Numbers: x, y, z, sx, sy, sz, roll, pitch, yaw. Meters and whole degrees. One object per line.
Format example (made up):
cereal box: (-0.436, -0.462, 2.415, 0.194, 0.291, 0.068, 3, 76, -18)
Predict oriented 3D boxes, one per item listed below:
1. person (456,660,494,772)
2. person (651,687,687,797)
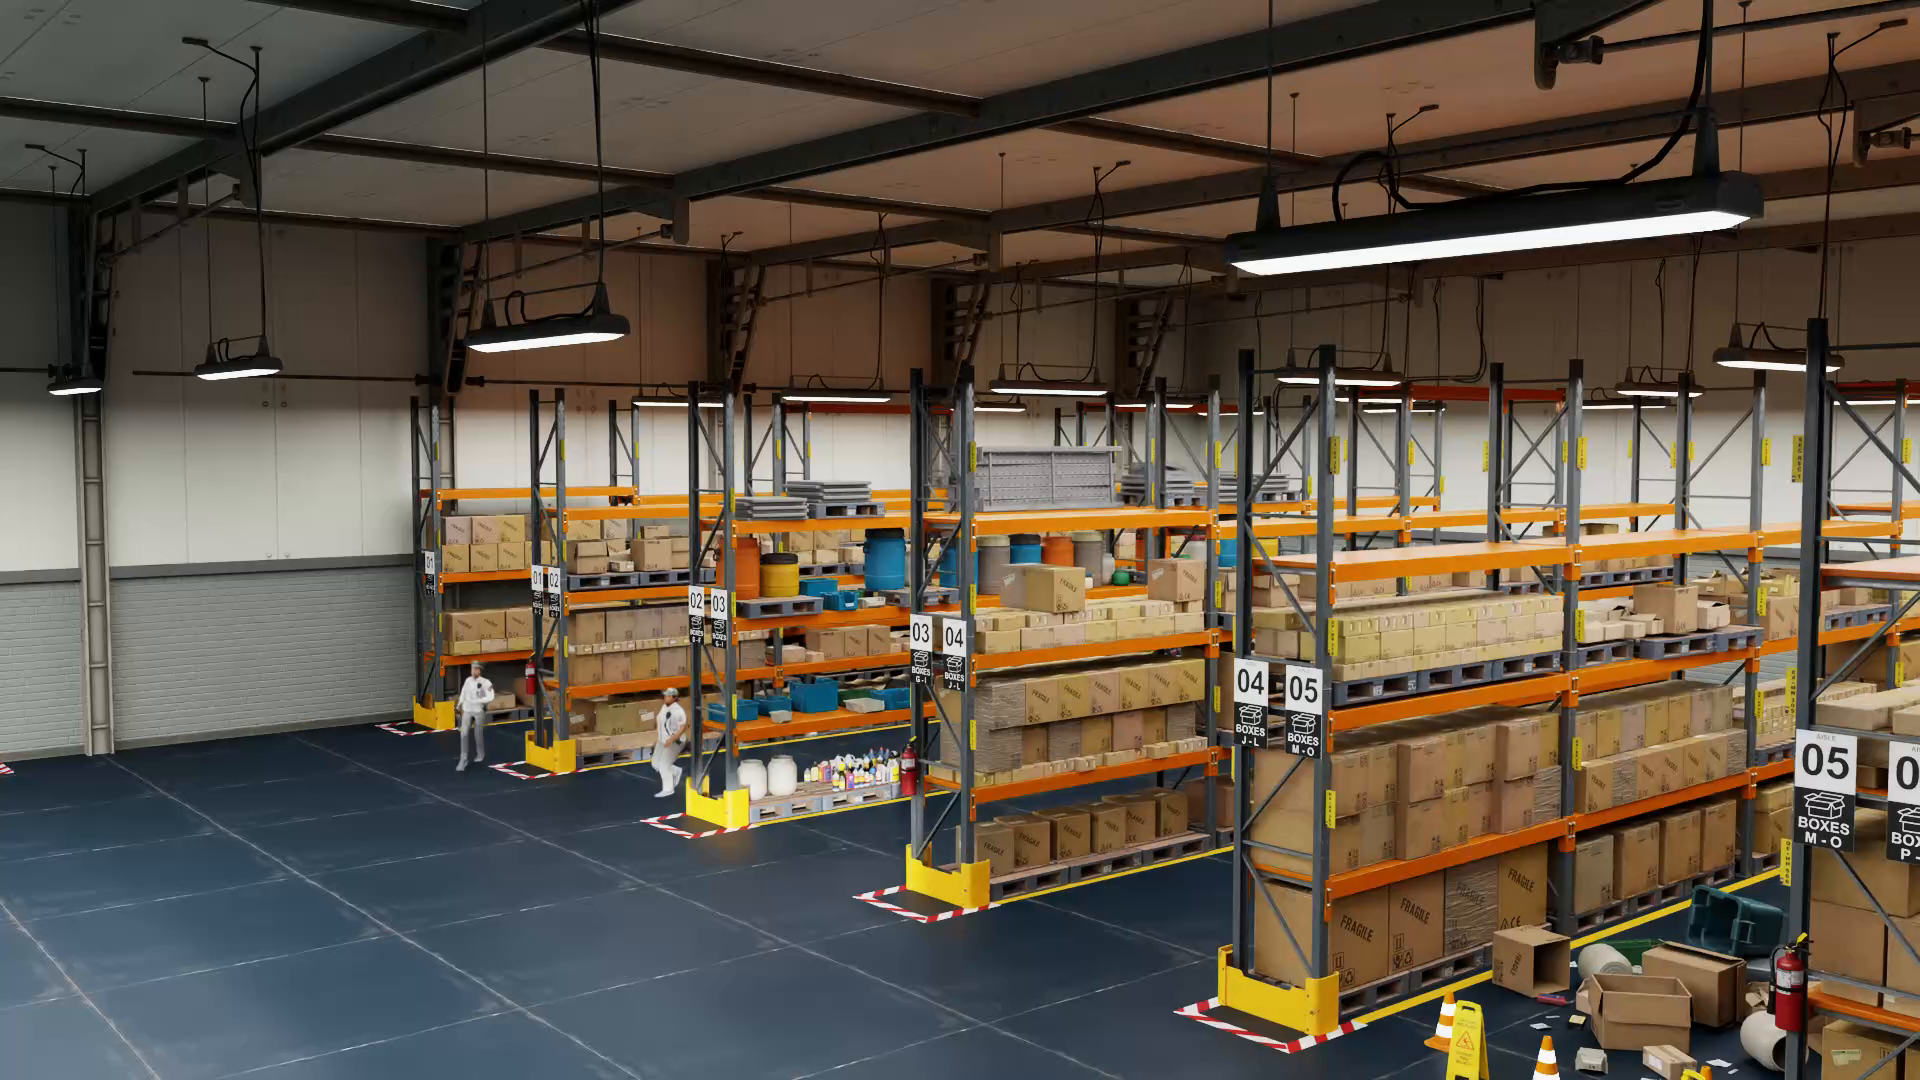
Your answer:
person: (-7.688, 2.769, 26.424, 0.629, 1.746, 0.803, 0, 3, 2)
person: (-4.168, 2.947, 24.260, 0.534, 1.630, 0.631, -3, 5, -43)
